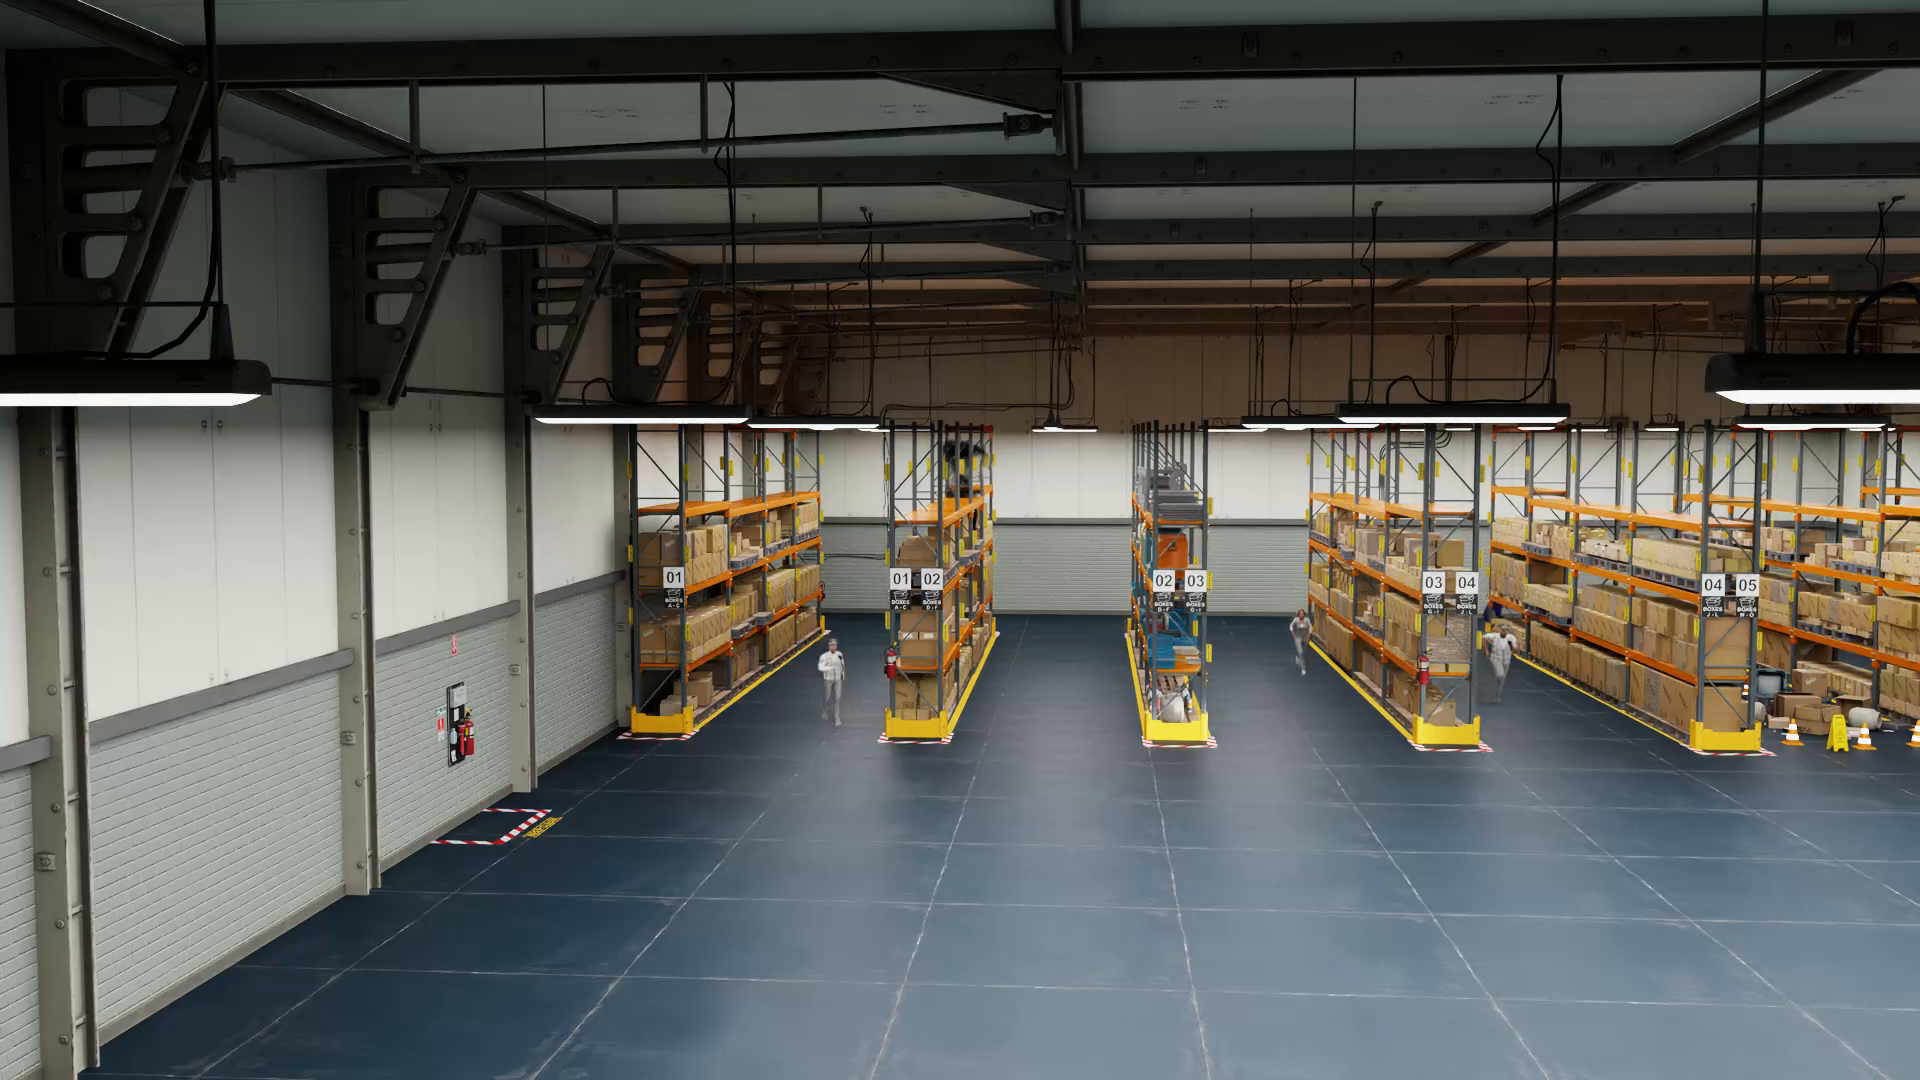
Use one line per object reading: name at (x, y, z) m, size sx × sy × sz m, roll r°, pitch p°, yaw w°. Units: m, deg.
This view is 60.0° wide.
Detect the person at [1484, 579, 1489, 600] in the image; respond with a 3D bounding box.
person at (15.458, 1.914, 48.026) m, size 0.830 × 1.717 × 0.604 m, roll -1°, pitch 4°, yaw -22°

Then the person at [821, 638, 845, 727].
person at (-2.487, 2.773, 32.843) m, size 0.460 × 1.702 × 0.919 m, roll -1°, pitch 4°, yaw -20°

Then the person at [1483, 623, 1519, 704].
person at (11.551, 2.615, 35.546) m, size 0.647 × 1.752 × 0.942 m, roll 0°, pitch 4°, yaw -3°

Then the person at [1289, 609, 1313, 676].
person at (8.184, 2.426, 39.941) m, size 0.536 × 1.586 × 0.953 m, roll 0°, pitch 4°, yaw 1°
